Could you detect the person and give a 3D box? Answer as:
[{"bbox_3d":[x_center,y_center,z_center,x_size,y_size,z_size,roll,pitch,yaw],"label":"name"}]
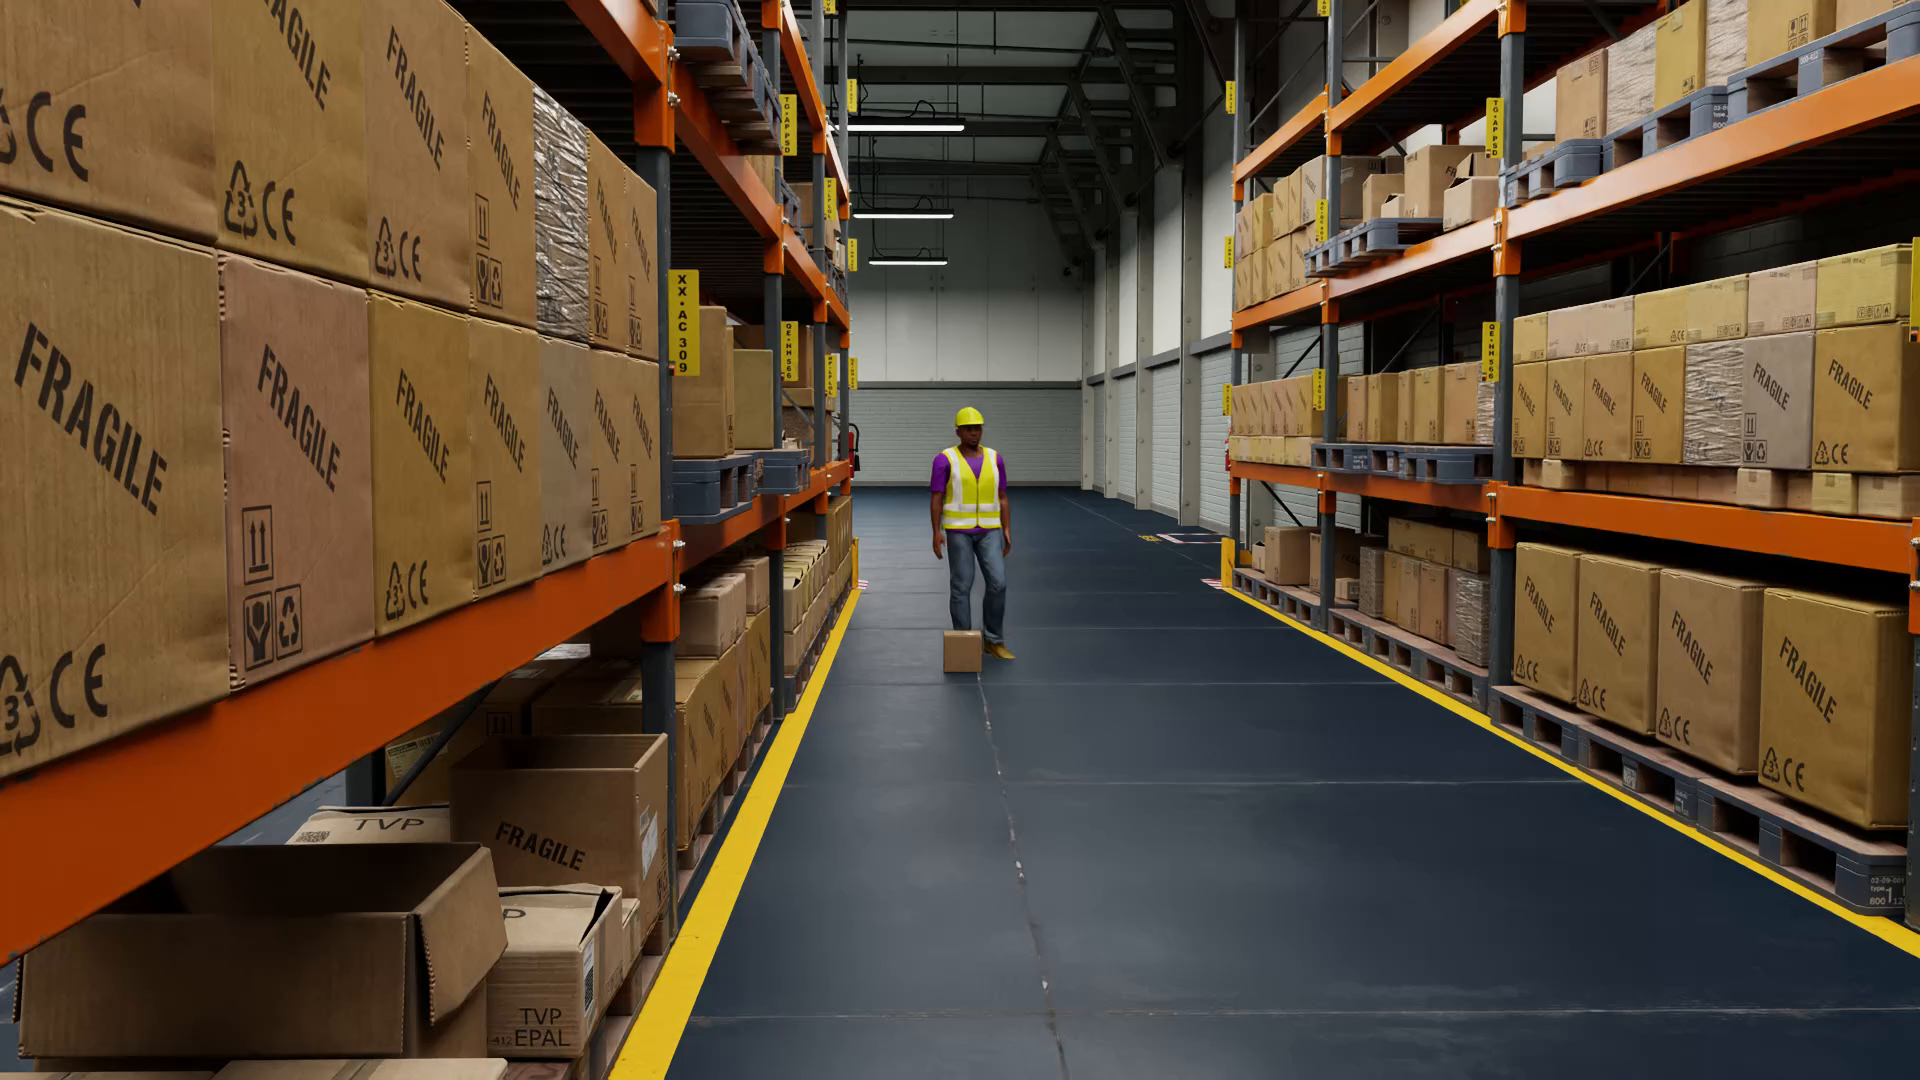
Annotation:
[{"bbox_3d":[0.090,-0.030,11.719,0.587,1.808,0.391,-1,4,-16],"label":"person"}]
